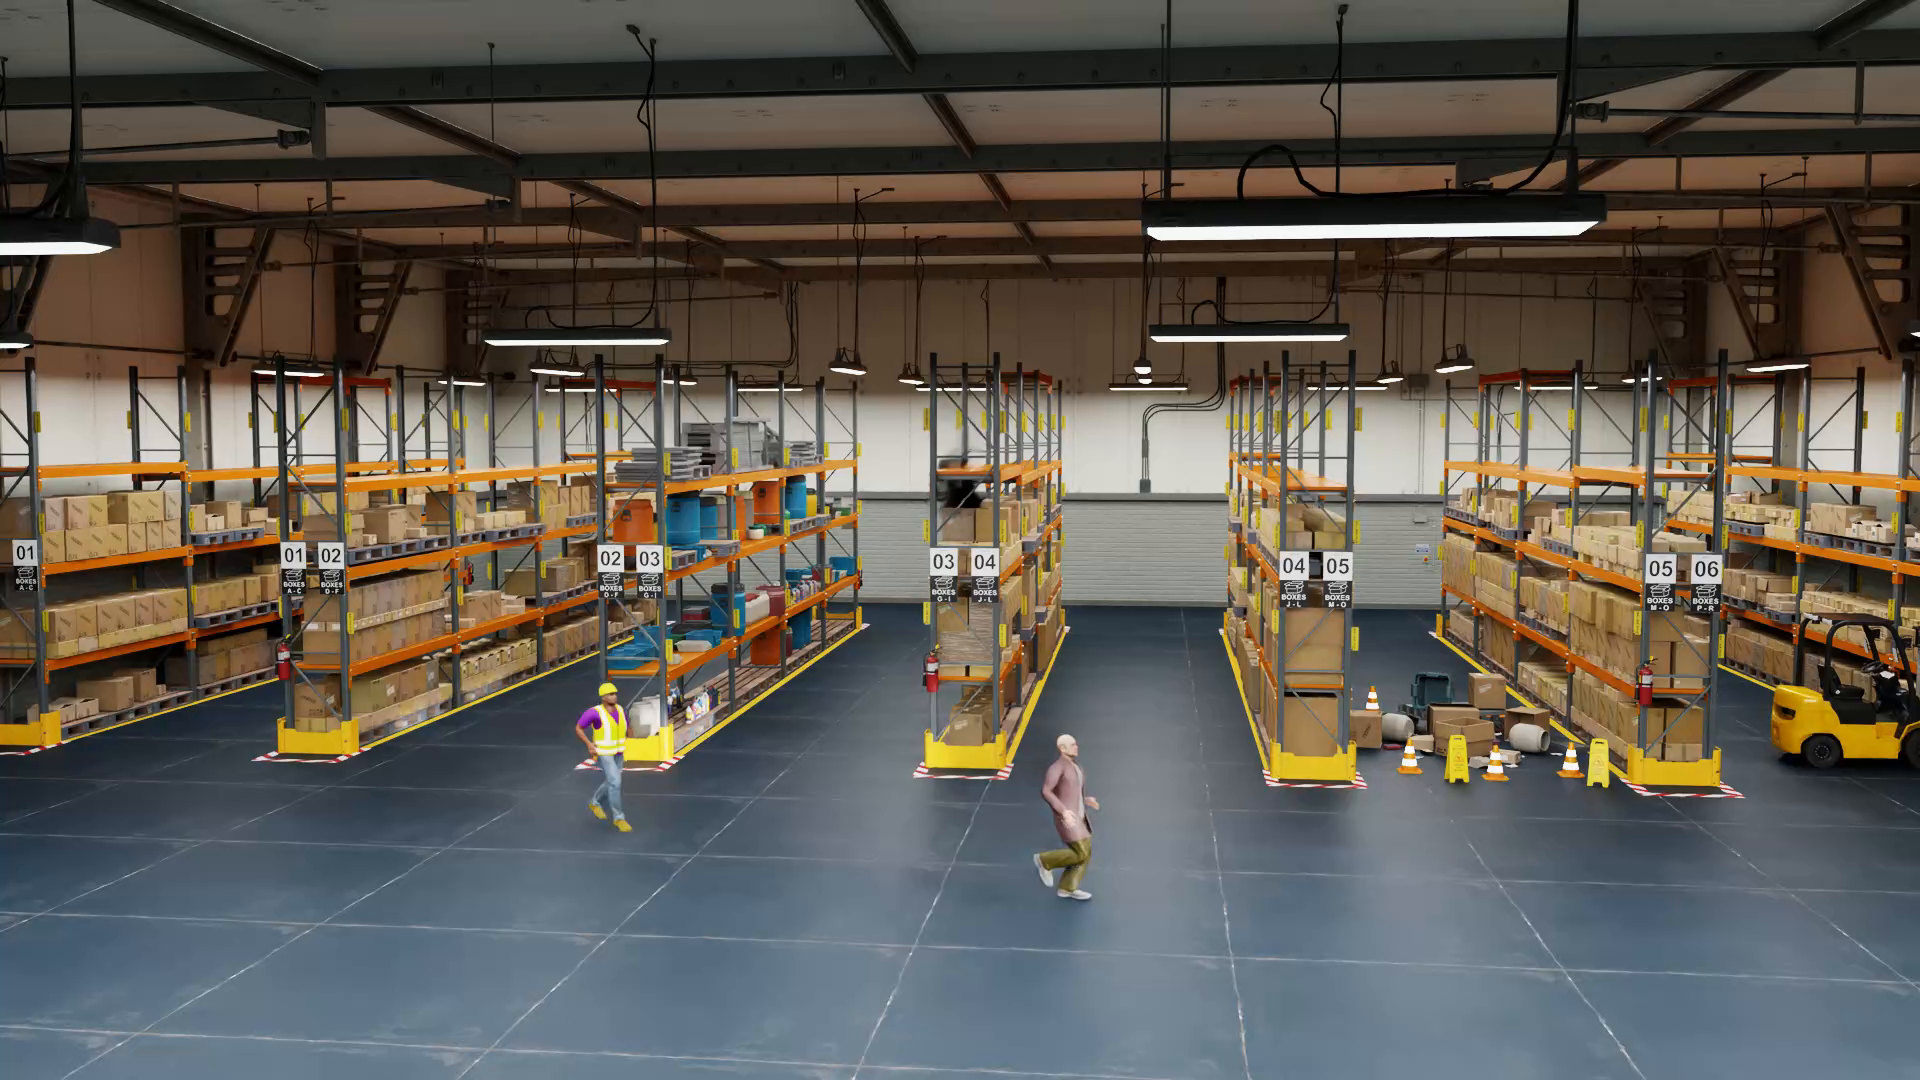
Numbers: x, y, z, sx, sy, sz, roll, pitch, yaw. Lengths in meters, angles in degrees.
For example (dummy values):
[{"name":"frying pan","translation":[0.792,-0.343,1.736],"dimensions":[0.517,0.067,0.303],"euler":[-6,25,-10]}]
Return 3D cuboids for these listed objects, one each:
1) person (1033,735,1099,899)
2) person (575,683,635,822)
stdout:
[{"name":"person","translation":[1.119,2.903,17.483],"dimensions":[0.640,1.727,0.671],"euler":[2,4,26]},{"name":"person","translation":[-4.358,2.602,20.561],"dimensions":[0.747,1.686,0.688],"euler":[3,5,33]}]
